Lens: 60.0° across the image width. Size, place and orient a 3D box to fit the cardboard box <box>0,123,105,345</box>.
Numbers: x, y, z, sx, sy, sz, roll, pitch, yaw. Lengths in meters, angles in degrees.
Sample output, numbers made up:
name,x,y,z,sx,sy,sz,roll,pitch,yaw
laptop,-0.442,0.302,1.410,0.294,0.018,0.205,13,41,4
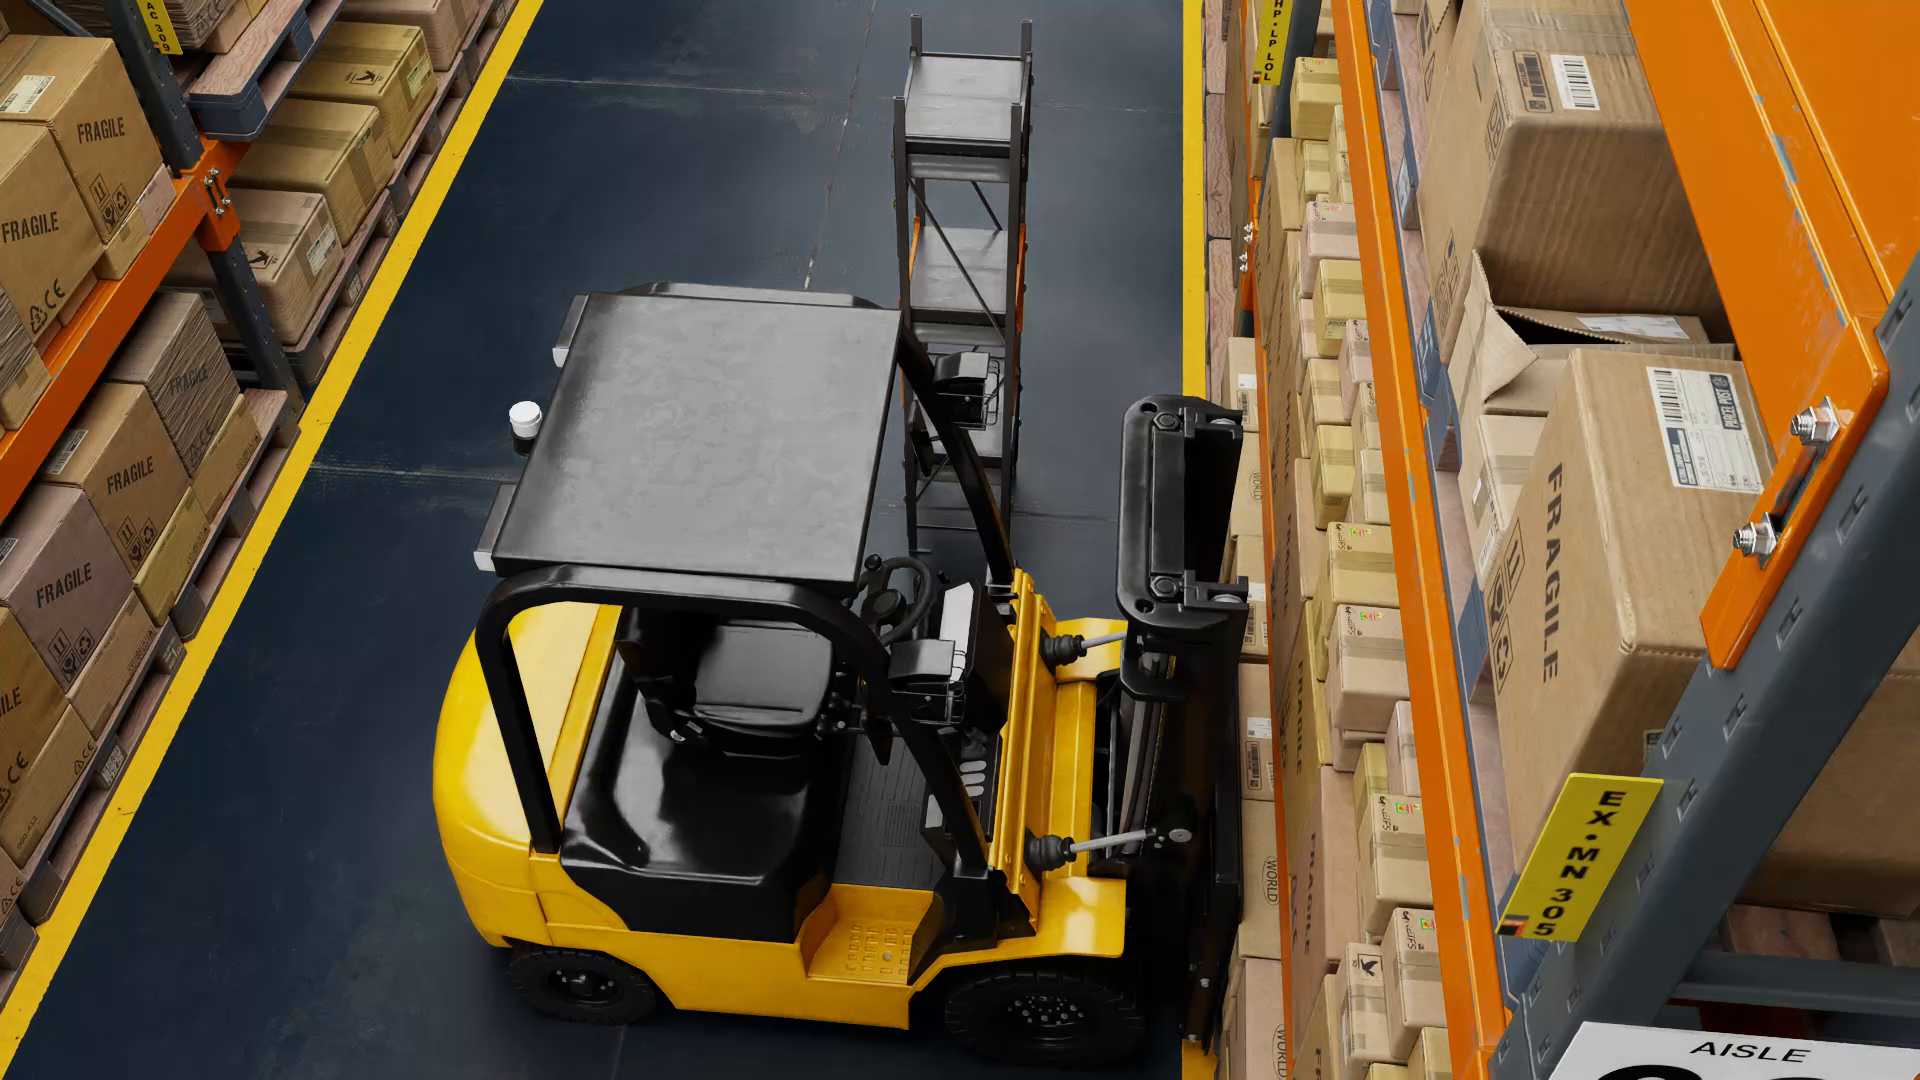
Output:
name,x,y,z,sx,sy,sz,roll,pitch,yaw
cardboard box,-3.199,-0.999,5.361,0.500,0.500,0.500,5,48,5

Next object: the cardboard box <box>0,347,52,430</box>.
name,x,y,z,sx,sy,sz,roll,pitch,yaw
cardboard box,-3.181,-0.498,5.343,0.380,0.149,0.250,3,48,3

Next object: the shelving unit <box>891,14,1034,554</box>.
name,x,y,z,sx,sy,sz,roll,pitch,yaw
shelving unit,0.015,-0.830,6.086,0.431,2.100,0.503,4,48,4

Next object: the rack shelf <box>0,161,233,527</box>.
name,x,y,z,sx,sy,sz,roll,pitch,yaw
rack shelf,-3.549,0.126,5.090,1.077,0.370,4.000,4,48,4

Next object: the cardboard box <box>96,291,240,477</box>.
name,x,y,z,sx,sy,sz,roll,pitch,yaw
cardboard box,-3.153,-0.601,6.337,0.500,0.500,0.500,3,48,3

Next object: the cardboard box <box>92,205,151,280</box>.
name,x,y,z,sx,sy,sz,roll,pitch,yaw
cardboard box,-3.108,-1.061,5.858,0.380,0.149,0.250,5,48,4

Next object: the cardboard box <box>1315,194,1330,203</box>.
name,x,y,z,sx,sy,sz,roll,pitch,yaw
cardboard box,1.268,-0.908,5.040,0.380,0.149,0.250,4,48,3

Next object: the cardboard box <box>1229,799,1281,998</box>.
name,x,y,z,sx,sy,sz,roll,pitch,yaw
cardboard box,1.021,1.026,4.680,0.500,0.250,0.500,4,48,4

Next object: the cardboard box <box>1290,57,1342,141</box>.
name,x,y,z,sx,sy,sz,roll,pitch,yaw
cardboard box,1.253,-1.394,5.284,0.380,0.149,0.250,5,48,4

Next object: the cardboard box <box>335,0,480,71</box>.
name,x,y,z,sx,sy,sz,roll,pitch,yaw
cardboard box,-3.122,-2.824,8.796,0.950,0.372,0.625,3,48,3

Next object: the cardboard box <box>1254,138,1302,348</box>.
name,x,y,z,sx,sy,sz,roll,pitch,yaw
cardboard box,1.277,-0.981,5.547,0.500,0.500,0.500,3,48,2

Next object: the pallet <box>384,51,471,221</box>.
name,x,y,z,sx,sy,sz,roll,pitch,yaw
pallet,-3.188,-2.117,8.543,1.003,0.211,1.213,4,48,4

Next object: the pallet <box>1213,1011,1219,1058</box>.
name,x,y,z,sx,sy,sz,roll,pitch,yaw
pallet,1.354,1.166,5.540,1.003,0.211,1.213,4,48,4

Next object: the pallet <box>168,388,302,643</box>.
name,x,y,z,sx,sy,sz,roll,pitch,yaw
pallet,-3.392,-0.150,6.744,1.003,0.211,1.213,4,48,4

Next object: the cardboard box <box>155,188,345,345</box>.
name,x,y,z,sx,sy,sz,roll,pitch,yaw
cardboard box,-3.321,-1.227,7.336,0.950,0.372,0.625,4,48,4

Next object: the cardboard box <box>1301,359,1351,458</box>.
name,x,y,z,sx,sy,sz,roll,pitch,yaw
cardboard box,1.141,-0.353,4.533,0.380,0.149,0.250,2,48,2

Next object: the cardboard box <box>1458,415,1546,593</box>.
name,x,y,z,sx,sy,sz,roll,pitch,yaw
cardboard box,0.986,-0.049,2.547,0.380,0.149,0.250,3,48,2

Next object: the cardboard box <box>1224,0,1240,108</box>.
name,x,y,z,sx,sy,sz,roll,pitch,yaw
cardboard box,1.819,-2.597,8.417,0.875,0.625,0.625,5,48,5

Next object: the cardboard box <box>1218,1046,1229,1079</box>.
name,x,y,z,sx,sy,sz,roll,pitch,yaw
cardboard box,0.995,1.739,4.706,0.500,0.250,0.500,4,48,4

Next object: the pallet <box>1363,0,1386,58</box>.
name,x,y,z,sx,sy,sz,roll,pitch,yaw
pallet,1.525,-1.610,4.217,1.003,0.211,1.213,4,48,4

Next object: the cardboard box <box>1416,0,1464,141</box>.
name,x,y,z,sx,sy,sz,roll,pitch,yaw
cardboard box,1.295,-1.054,3.226,0.797,0.503,0.637,5,48,5

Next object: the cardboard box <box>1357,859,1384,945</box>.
name,x,y,z,sx,sy,sz,roll,pitch,yaw
cardboard box,1.043,0.781,3.495,0.380,0.149,0.250,5,48,4

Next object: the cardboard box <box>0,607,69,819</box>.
name,x,y,z,sx,sy,sz,roll,pitch,yaw
cardboard box,-3.283,0.542,5.292,0.500,0.500,0.500,5,48,4

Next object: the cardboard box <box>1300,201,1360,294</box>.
name,x,y,z,sx,sy,sz,roll,pitch,yaw
cardboard box,1.179,-0.826,4.764,0.380,0.149,0.250,5,48,4

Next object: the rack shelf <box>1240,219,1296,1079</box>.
name,x,y,z,sx,sy,sz,roll,pitch,yaw
rack shelf,1.395,0.457,4.787,1.077,0.370,4.000,4,48,4

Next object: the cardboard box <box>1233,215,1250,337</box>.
name,x,y,z,sx,sy,sz,roll,pitch,yaw
cardboard box,1.613,-0.980,6.938,0.875,0.625,0.625,6,48,5

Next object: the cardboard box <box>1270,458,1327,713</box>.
name,x,y,z,sx,sy,sz,roll,pitch,yaw
cardboard box,1.134,0.143,4.518,0.500,0.500,0.500,4,48,4

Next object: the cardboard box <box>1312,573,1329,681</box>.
name,x,y,z,sx,sy,sz,roll,pitch,yaw
cardboard box,1.058,0.213,4.015,0.380,0.149,0.250,4,48,4

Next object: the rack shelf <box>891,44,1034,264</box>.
name,x,y,z,sx,sy,sz,roll,pitch,yaw
rack shelf,0.015,-1.294,5.580,0.431,0.518,0.480,4,48,4

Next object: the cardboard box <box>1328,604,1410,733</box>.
name,x,y,z,sx,sy,sz,roll,pitch,yaw
cardboard box,1.034,0.299,3.735,0.380,0.149,0.250,5,48,4

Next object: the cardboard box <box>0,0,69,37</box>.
name,x,y,z,sx,sy,sz,roll,pitch,yaw
cardboard box,-3.553,-2.217,6.191,0.500,0.500,0.500,3,48,3

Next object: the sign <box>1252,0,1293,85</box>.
name,x,y,z,sx,sy,sz,roll,pitch,yaw
sign,1.036,-1.649,5.494,0.100,0.325,0.005,4,48,4

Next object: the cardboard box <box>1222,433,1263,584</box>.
name,x,y,z,sx,sy,sz,roll,pitch,yaw
cardboard box,1.164,-0.097,5.707,0.500,0.250,0.500,4,48,4

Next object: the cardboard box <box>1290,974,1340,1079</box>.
name,x,y,z,sx,sy,sz,roll,pitch,yaw
cardboard box,0.996,1.271,3.487,0.500,0.500,0.500,3,48,3

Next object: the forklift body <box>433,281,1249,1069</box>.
name,x,y,z,sx,sy,sz,roll,pitch,yaw
forklift body,-0.431,0.454,4.877,2.313,2.155,1.214,4,48,4

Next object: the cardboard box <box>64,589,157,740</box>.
name,x,y,z,sx,sy,sz,roll,pitch,yaw
cardboard box,-3.242,0.417,5.914,0.500,0.250,0.500,5,48,4

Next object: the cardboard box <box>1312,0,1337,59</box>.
name,x,y,z,sx,sy,sz,roll,pitch,yaw
cardboard box,1.387,-1.774,5.833,0.380,0.149,0.250,5,48,5

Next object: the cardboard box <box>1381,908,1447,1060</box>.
name,x,y,z,sx,sy,sz,roll,pitch,yaw
cardboard box,1.027,0.870,3.213,0.380,0.149,0.250,4,48,4

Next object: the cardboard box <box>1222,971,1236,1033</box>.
name,x,y,z,sx,sy,sz,roll,pitch,yaw
cardboard box,1.028,1.174,4.884,0.500,0.250,0.500,3,48,3

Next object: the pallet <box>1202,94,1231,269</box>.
name,x,y,z,sx,sy,sz,roll,pitch,yaw
pallet,1.714,-1.758,8.214,1.003,0.211,1.213,4,48,4

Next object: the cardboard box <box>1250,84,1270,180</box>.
name,x,y,z,sx,sy,sz,roll,pitch,yaw
cardboard box,1.362,-1.593,6.276,0.500,0.250,0.500,5,48,4

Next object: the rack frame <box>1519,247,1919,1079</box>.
name,x,y,z,sx,sy,sz,roll,pitch,yaw
rack frame,1.213,-0.341,0.964,1.000,3.000,0.127,4,48,4

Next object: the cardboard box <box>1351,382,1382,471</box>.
name,x,y,z,sx,sy,sz,roll,pitch,yaw
cardboard box,1.209,-0.258,4.244,0.380,0.149,0.250,4,48,4
